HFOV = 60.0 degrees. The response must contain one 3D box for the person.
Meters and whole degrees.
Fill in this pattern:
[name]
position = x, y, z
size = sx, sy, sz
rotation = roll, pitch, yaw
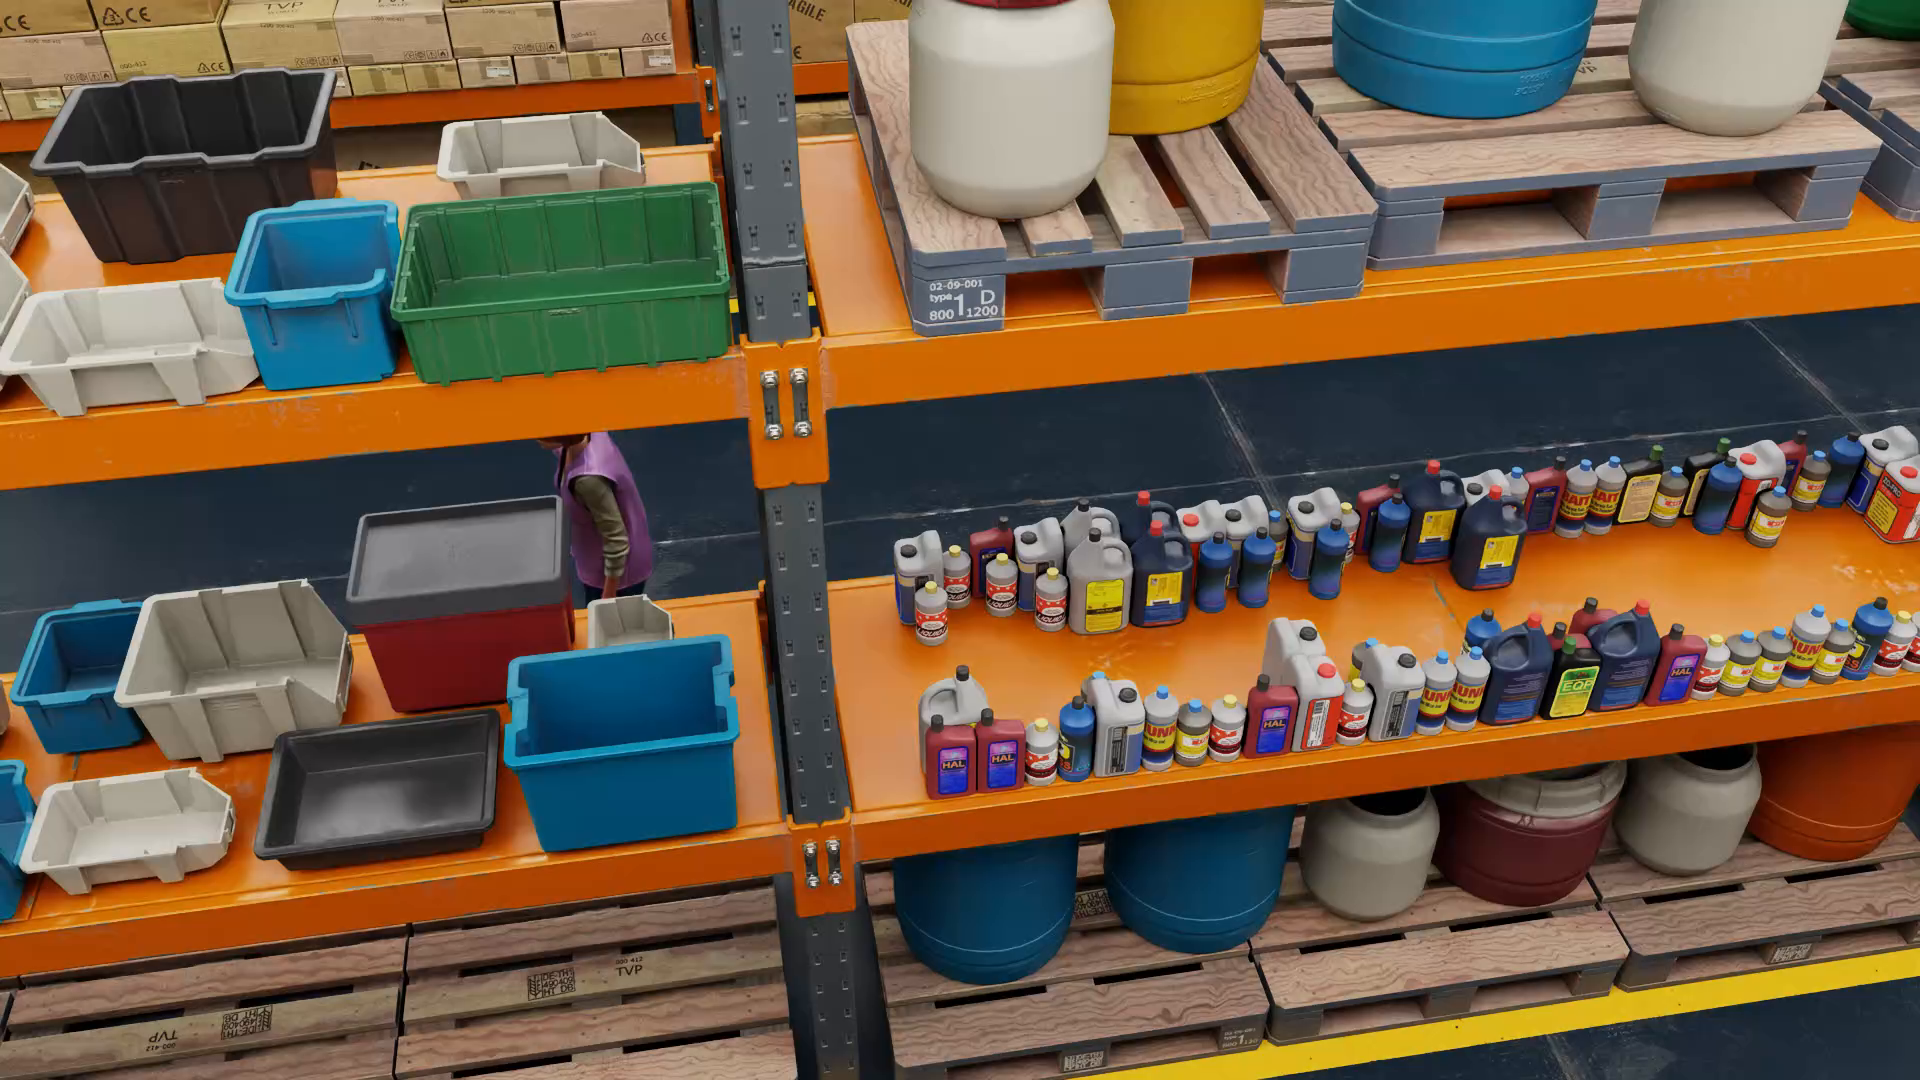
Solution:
[person]
position = -1.296, 0.086, 6.057
size = 0.341, 1.593, 0.486
rotation = -13, 41, -16
